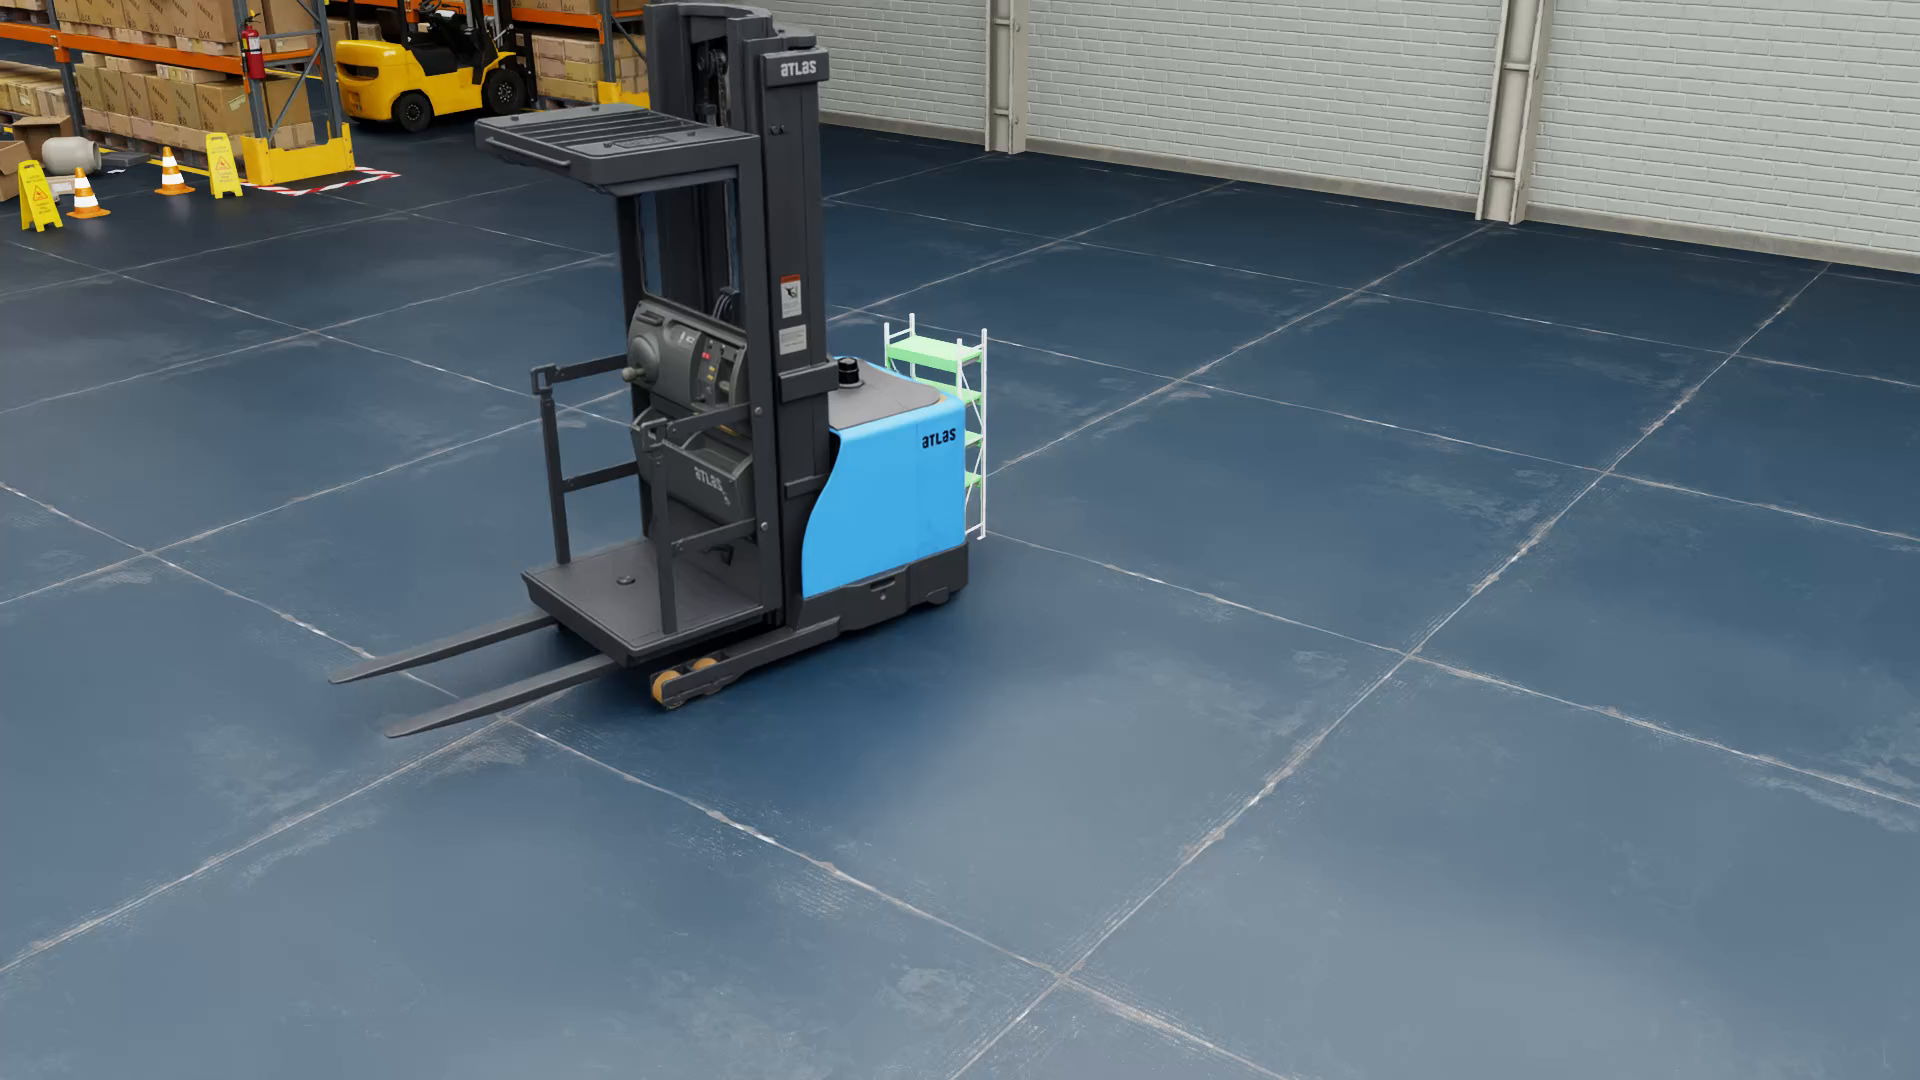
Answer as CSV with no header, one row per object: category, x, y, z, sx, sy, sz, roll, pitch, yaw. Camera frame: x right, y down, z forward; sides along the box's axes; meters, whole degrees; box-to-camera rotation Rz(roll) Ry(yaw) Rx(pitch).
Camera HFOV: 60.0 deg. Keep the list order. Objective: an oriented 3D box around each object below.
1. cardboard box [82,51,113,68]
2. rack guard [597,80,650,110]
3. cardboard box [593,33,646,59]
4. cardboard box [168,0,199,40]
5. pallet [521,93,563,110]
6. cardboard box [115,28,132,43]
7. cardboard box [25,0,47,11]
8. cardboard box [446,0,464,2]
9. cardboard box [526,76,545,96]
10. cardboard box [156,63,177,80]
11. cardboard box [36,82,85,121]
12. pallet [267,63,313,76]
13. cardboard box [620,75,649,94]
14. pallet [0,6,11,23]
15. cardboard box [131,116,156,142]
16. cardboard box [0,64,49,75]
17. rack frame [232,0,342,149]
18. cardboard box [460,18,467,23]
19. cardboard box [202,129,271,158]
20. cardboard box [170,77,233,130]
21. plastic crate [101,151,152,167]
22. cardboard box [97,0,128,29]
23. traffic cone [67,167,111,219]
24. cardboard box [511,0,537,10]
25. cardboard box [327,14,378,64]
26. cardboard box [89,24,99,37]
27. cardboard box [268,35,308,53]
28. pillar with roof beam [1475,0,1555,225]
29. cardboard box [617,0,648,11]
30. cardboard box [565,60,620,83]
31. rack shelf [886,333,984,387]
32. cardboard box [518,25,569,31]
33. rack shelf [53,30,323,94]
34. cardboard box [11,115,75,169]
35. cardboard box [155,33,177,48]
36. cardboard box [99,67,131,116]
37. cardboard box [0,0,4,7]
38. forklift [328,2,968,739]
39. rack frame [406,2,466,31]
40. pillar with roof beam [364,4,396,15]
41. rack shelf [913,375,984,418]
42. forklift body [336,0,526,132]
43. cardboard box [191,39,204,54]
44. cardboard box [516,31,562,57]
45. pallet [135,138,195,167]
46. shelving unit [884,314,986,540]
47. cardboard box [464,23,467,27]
cardboard box,-10.041,-5.650,19.509,0.250,0.149,0.380,17,29,34
rack guard,-4.222,-5.841,21.887,0.348,0.500,1.175,17,29,33
cardboard box,-4.512,-6.560,22.067,0.500,0.250,0.500,16,29,33
cardboard box,-8.212,-5.735,18.054,0.500,0.500,0.500,17,29,33
pallet,-5.850,-6.182,23.018,1.213,0.211,1.003,17,29,33
cardboard box,-9.338,-5.749,18.889,0.250,0.149,0.380,17,29,34
cardboard box,-10.993,-6.468,20.001,0.250,0.149,0.380,17,29,34
cardboard box,-6.816,-7.692,22.863,0.500,0.500,0.500,17,29,34
cardboard box,-5.593,-6.184,22.454,0.500,0.250,0.500,17,29,34
cardboard box,-8.755,-5.265,18.635,0.250,0.149,0.380,18,30,35
cardboard box,-10.837,-5.472,20.686,0.625,0.372,0.950,17,29,34
pallet,-10.007,-7.438,25.869,1.213,0.211,1.003,17,29,33
cardboard box,-4.516,-6.107,22.279,0.500,0.250,0.500,17,29,34
pallet,-12.008,-6.770,21.133,1.213,0.211,1.003,17,29,33
cardboard box,-9.245,-4.807,19.329,0.500,0.250,0.500,16,29,33
cardboard box,-12.575,-5.997,21.879,0.625,0.372,0.950,16,28,32
rack frame,-7.215,-5.389,17.760,0.127,3.000,1.000,17,29,33
cardboard box,-6.932,-7.293,23.732,0.500,0.250,0.500,17,29,34
cardboard box,-8.042,-4.437,18.489,0.500,0.250,0.500,17,29,33
cardboard box,-8.432,-4.900,18.611,0.500,0.500,0.500,18,30,35
plastic crate,-9.651,-4.376,19.082,0.583,0.080,0.402,7,25,15
cardboard box,-9.421,-6.102,18.886,0.500,0.500,0.500,17,29,33
traffic cone,-8.726,-3.475,16.563,0.334,0.463,0.336,17,29,33
cardboard box,-5.612,-7.323,22.027,0.500,0.500,0.500,16,29,32
cardboard box,-9.085,-7.558,25.107,0.625,0.625,0.875,15,28,31
cardboard box,-9.892,-5.962,19.374,0.250,0.149,0.380,17,29,33
cardboard box,-7.362,-5.423,18.148,0.250,0.149,0.380,17,29,33
pillar with roof beam,2.763,-5.905,11.491,0.400,9.000,9.100,17,29,33
cardboard box,-4.471,-7.246,21.852,0.500,0.500,0.500,18,29,35
cardboard box,-4.818,-6.170,21.804,0.500,0.250,0.500,16,29,33
rack shelf,-0.132,-0.970,8.931,0.480,0.148,0.258,17,29,33
cardboard box,-5.713,-6.930,22.907,0.500,0.250,0.500,16,28,32
rack shelf,-8.815,-5.543,19.003,4.000,0.370,1.077,17,29,33
cardboard box,-10.374,-4.515,18.874,0.500,0.500,0.500,-5,24,-12
cardboard box,-8.708,-5.582,18.510,0.250,0.149,0.380,16,29,33
cardboard box,-9.670,-5.277,19.467,0.500,0.500,0.500,18,30,35
cardboard box,-11.627,-6.649,20.411,0.250,0.149,0.380,17,29,34
forklift,-1.411,-0.820,7.475,3.031,2.935,1.130,-19,30,-36
rack frame,-7.442,-7.958,23.592,0.127,3.000,1.000,17,29,33
pillar with roof beam,-11.640,-10.257,21.370,0.400,9.000,9.100,17,29,33
rack shelf,-0.132,-0.750,9.028,0.480,0.148,0.258,17,29,33
forklift body,-6.852,-6.473,21.273,1.214,2.155,2.313,17,29,33
cardboard box,-8.104,-5.389,18.073,0.250,0.149,0.380,16,29,32
cardboard box,-5.618,-6.634,22.235,0.500,0.250,0.500,17,29,34
pallet,-8.876,-4.634,19.506,1.213,0.211,1.003,17,29,33
shelving unit,-0.132,-0.589,9.099,0.503,1.200,0.258,17,29,33
cardboard box,-6.840,-7.005,23.077,0.500,0.250,0.500,17,29,33
